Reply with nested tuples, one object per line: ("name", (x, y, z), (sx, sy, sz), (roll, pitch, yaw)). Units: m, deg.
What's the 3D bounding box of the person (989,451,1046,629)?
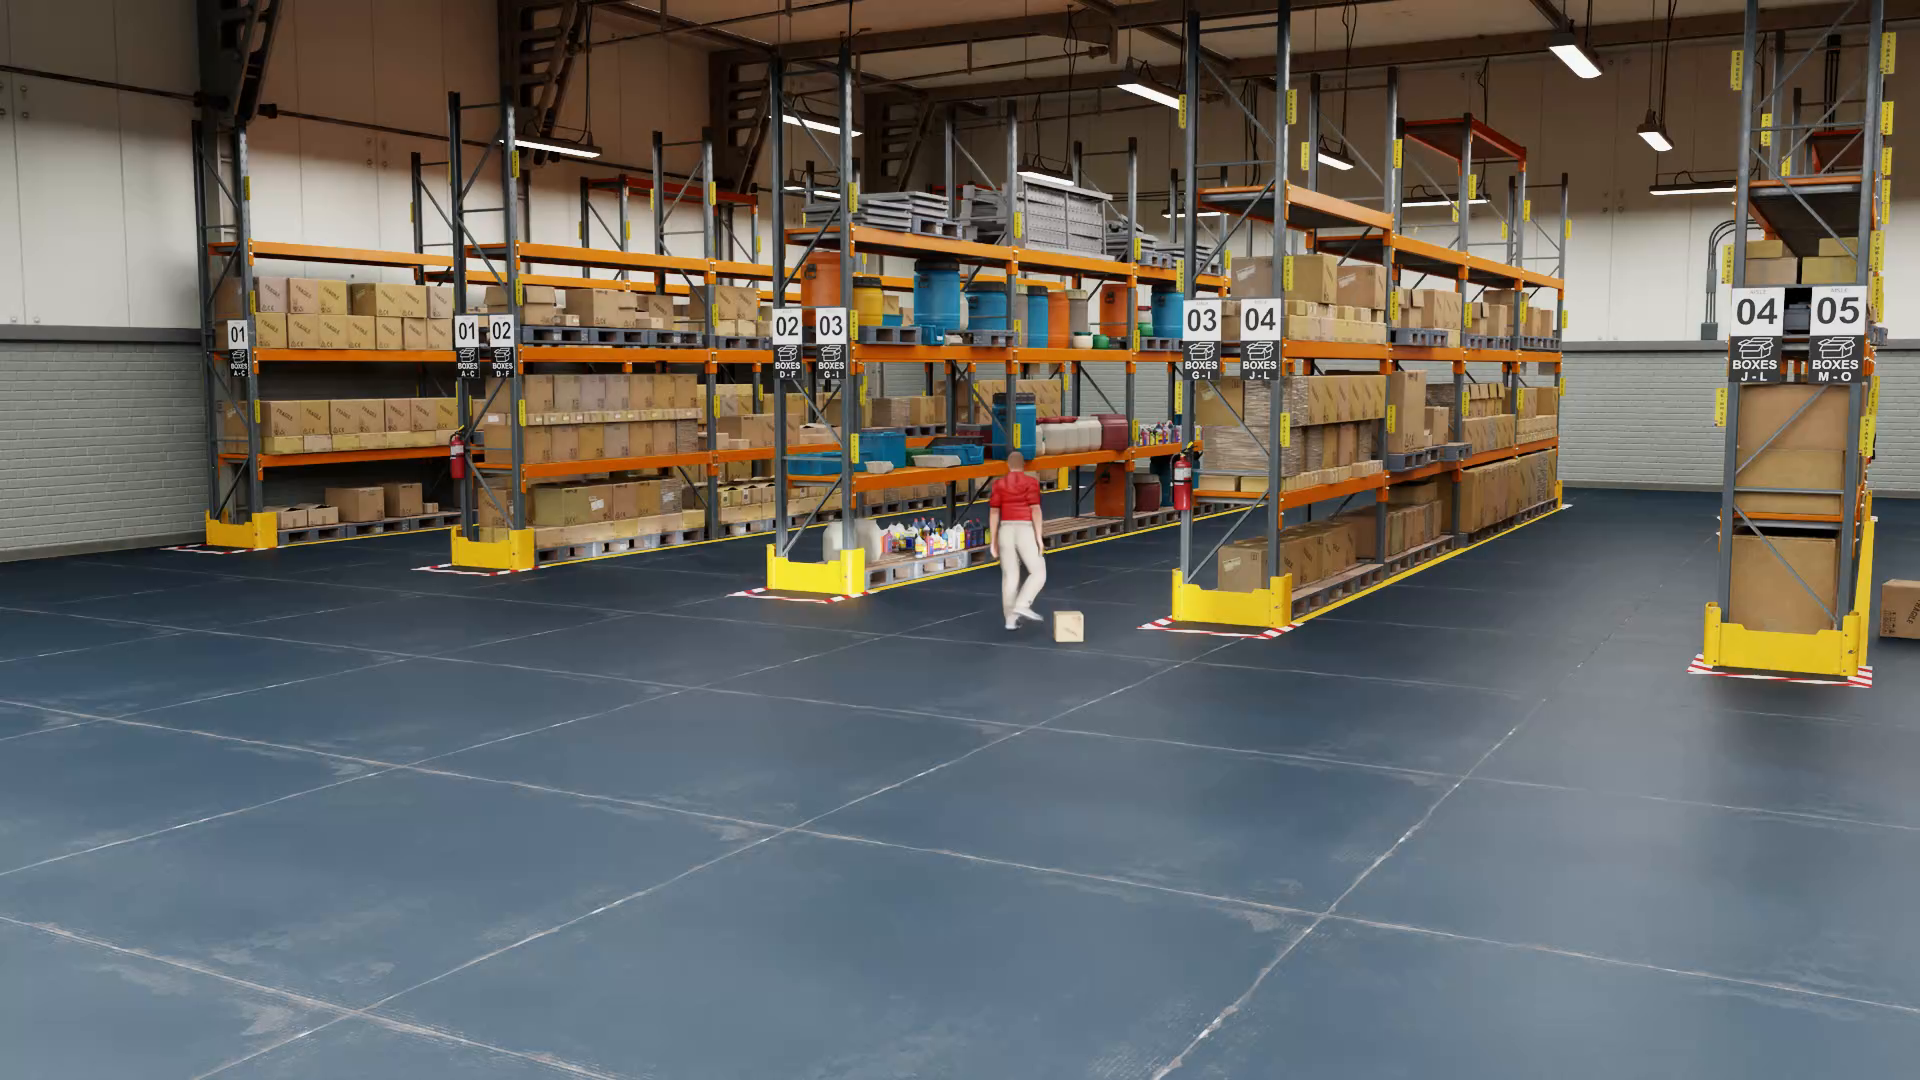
("person", (0.546, 0.008, 16.094), (0.605, 1.719, 0.535), (3, 6, 23))
